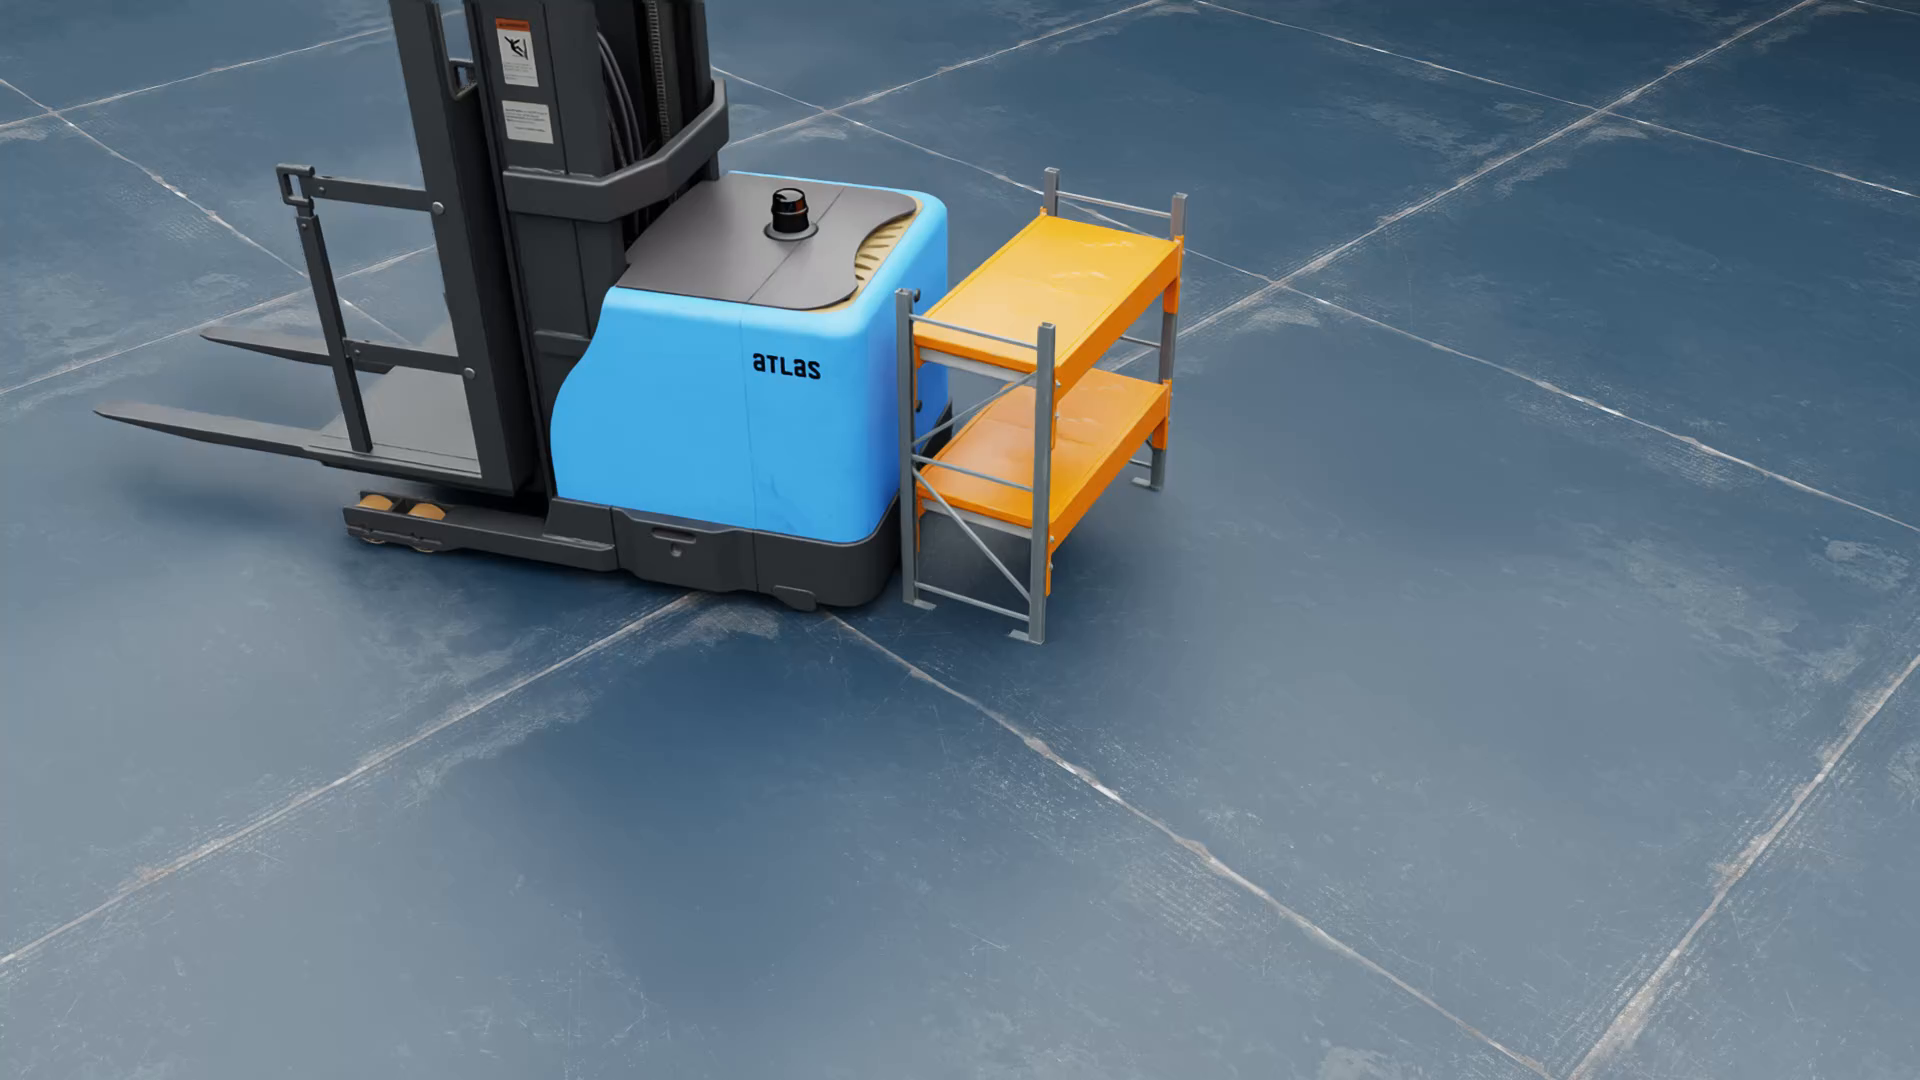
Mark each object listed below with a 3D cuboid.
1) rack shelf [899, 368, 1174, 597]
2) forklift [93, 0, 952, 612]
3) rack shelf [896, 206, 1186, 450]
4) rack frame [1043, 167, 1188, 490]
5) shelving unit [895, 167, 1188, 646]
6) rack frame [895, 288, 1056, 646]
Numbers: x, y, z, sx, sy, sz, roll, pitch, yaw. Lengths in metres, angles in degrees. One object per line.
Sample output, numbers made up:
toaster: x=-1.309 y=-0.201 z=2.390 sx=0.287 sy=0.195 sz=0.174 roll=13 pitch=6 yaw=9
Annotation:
rack shelf: x=0.275 y=-0.257 z=5.562 sx=0.538 sy=0.278 sz=1.000 roll=17 pitch=38 yaw=22
forklift: x=-1.603 y=-1.439 z=5.251 sx=3.031 sy=2.935 sz=1.130 roll=9 pitch=36 yaw=13
rack shelf: x=0.275 y=-0.697 z=5.255 sx=0.538 sy=0.278 sz=1.000 roll=17 pitch=38 yaw=22
rack frame: x=0.510 y=-0.715 z=5.792 sx=0.500 sy=1.125 sz=0.032 roll=17 pitch=38 yaw=22
shelving unit: x=0.275 y=-0.457 z=5.422 sx=0.538 sy=1.125 sz=1.048 roll=17 pitch=38 yaw=22
rack frame: x=0.040 y=-0.199 z=5.053 sx=0.500 sy=1.125 sz=0.032 roll=17 pitch=38 yaw=22
